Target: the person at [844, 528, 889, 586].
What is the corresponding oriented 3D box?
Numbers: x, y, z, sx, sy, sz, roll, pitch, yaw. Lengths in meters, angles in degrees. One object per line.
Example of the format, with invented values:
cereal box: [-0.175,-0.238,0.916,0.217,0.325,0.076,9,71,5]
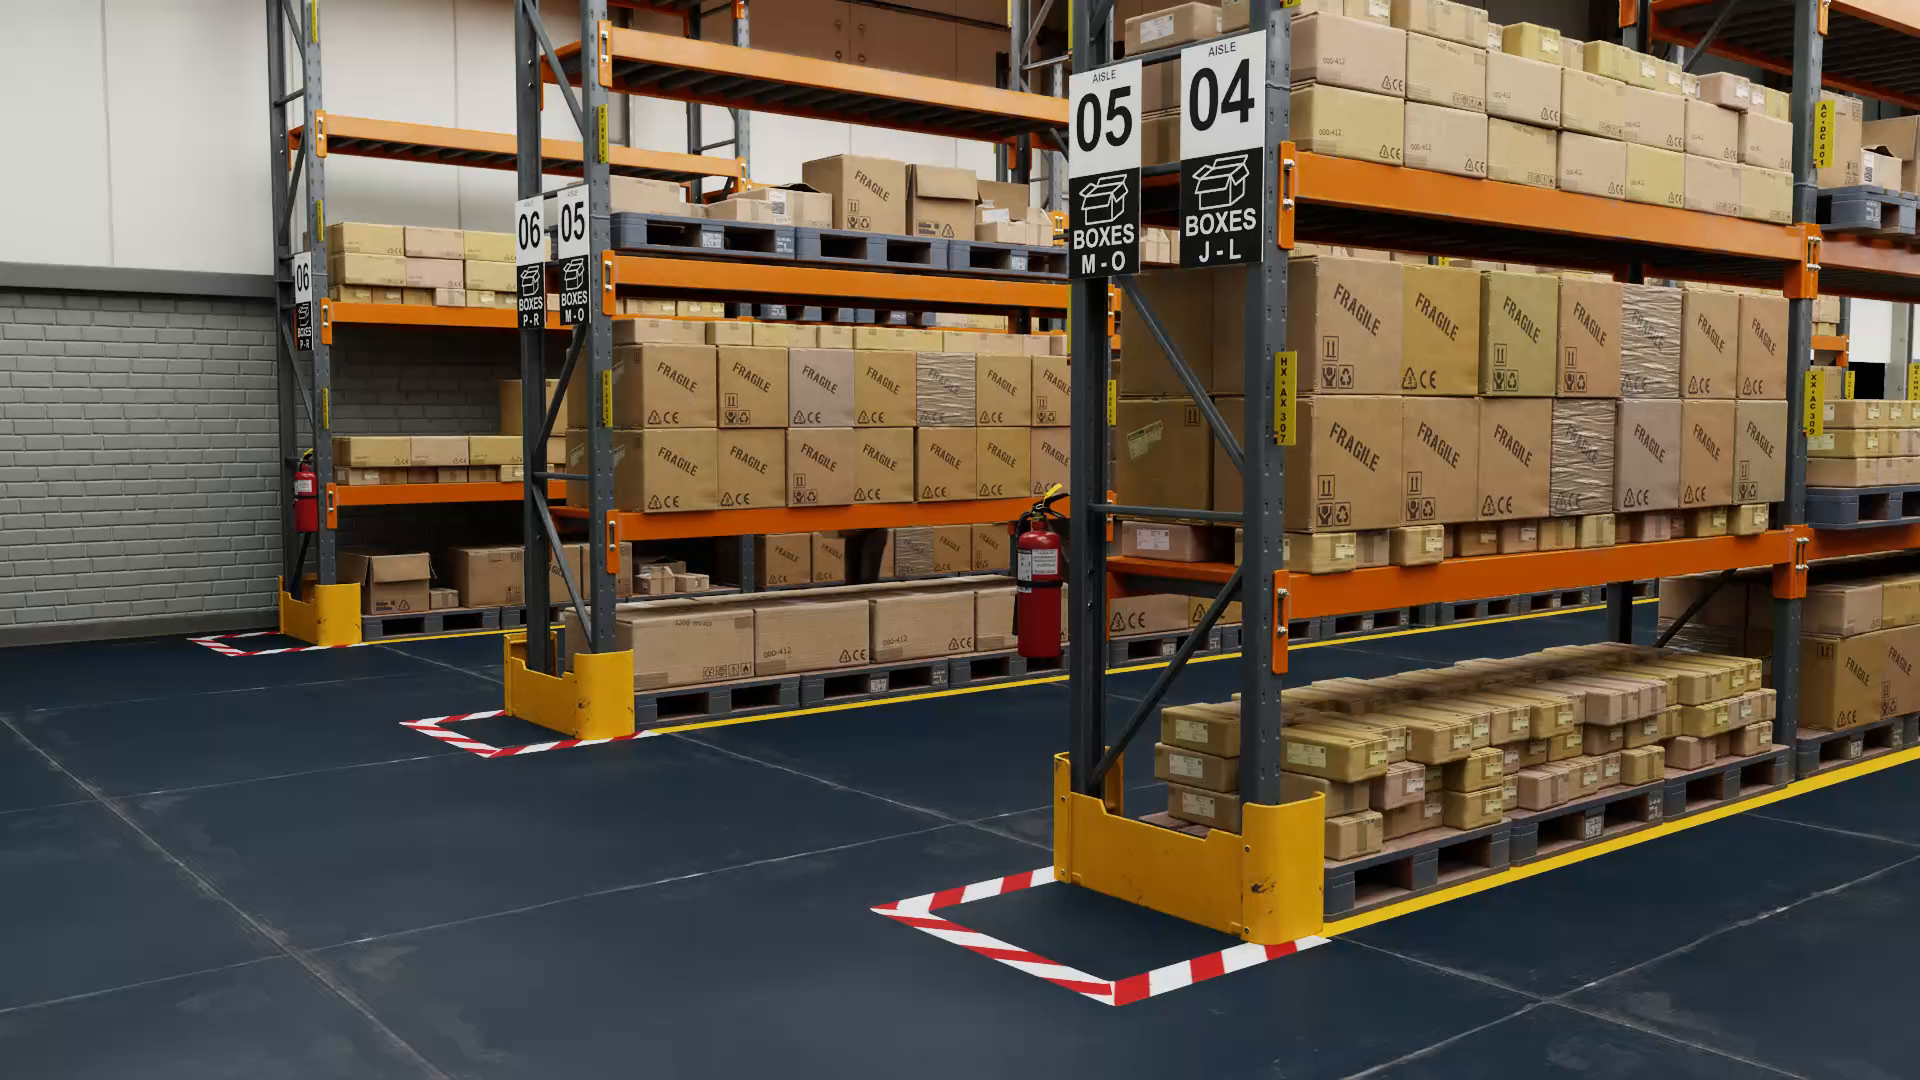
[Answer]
person: [-0.884,-0.060,14.419,0.520,1.726,0.521,-3,5,-39]
